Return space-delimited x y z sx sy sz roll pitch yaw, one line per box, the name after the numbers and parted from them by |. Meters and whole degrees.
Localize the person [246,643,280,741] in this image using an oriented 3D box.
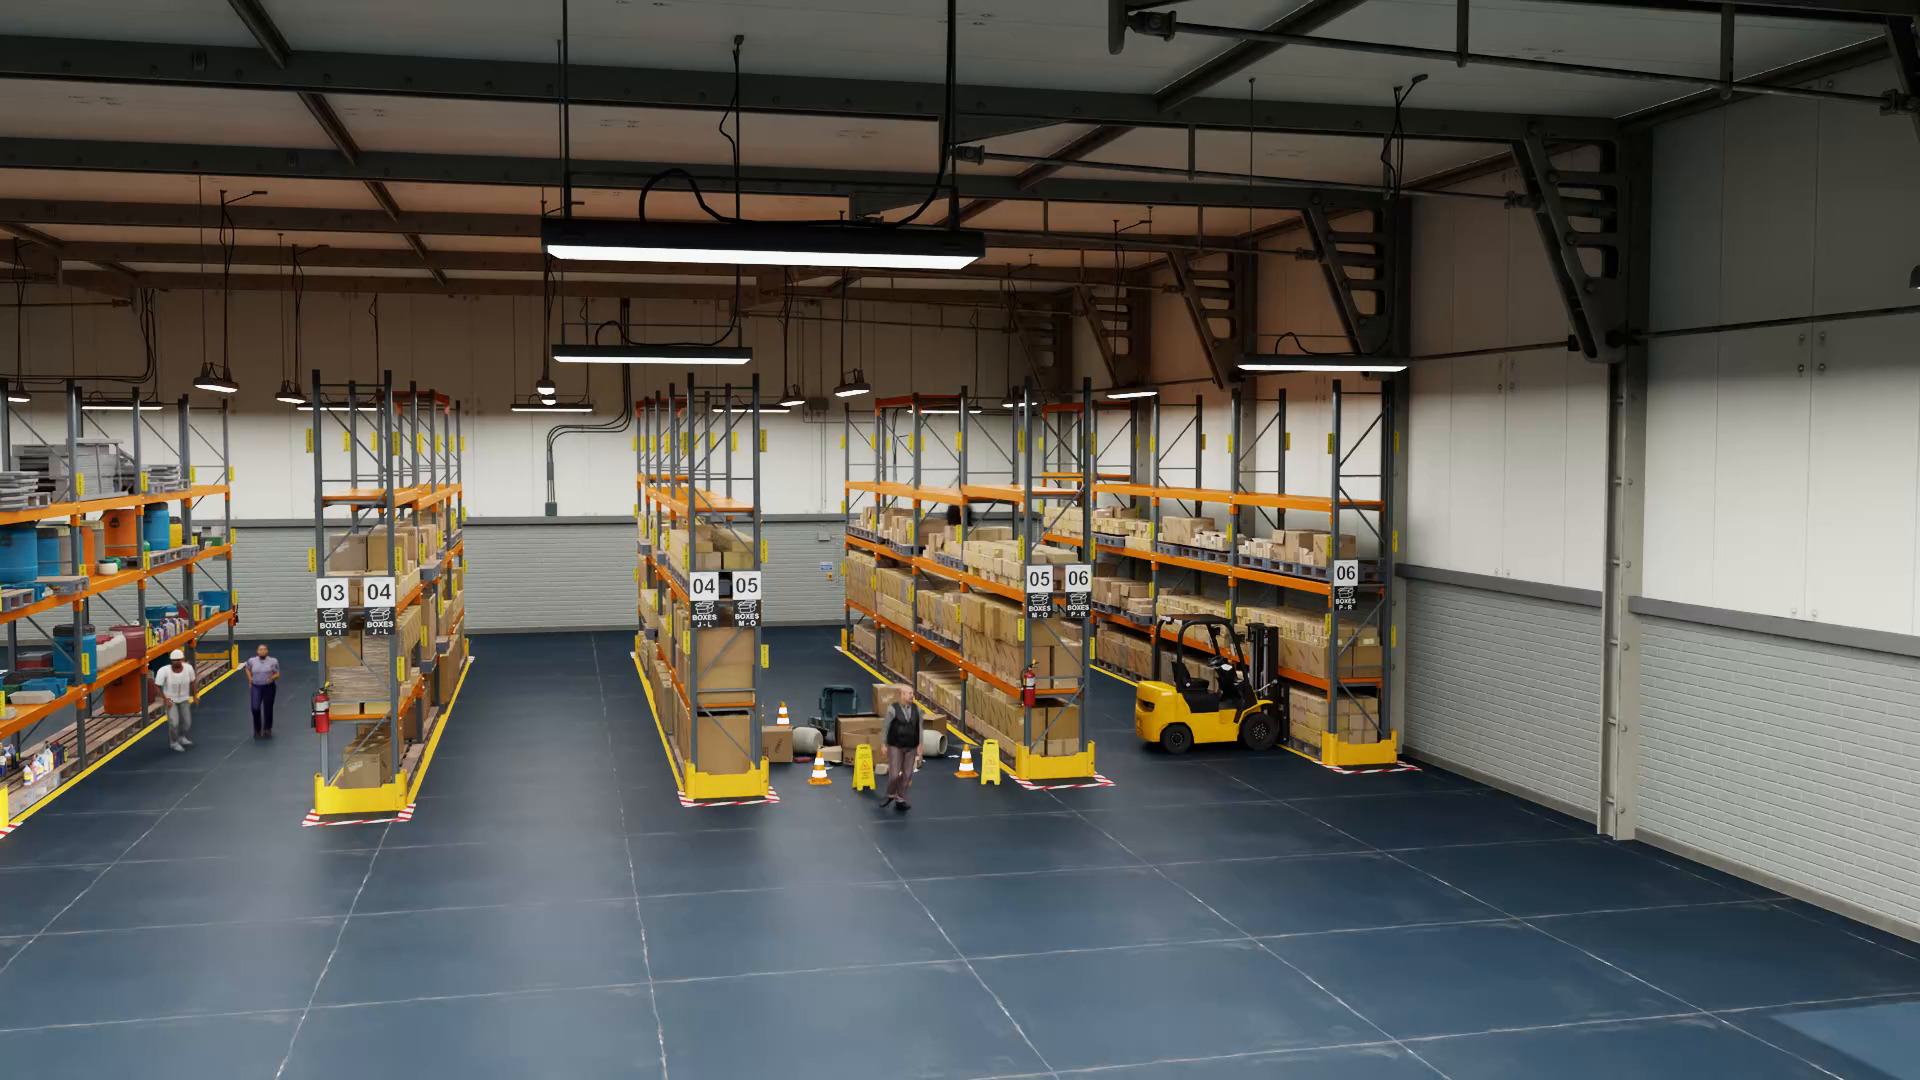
-11.831 2.574 28.232 0.529 1.666 0.795 -1 4 -23 | person

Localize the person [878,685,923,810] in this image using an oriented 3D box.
-0.797 2.824 22.636 0.619 1.710 0.443 -1 4 -23 | person

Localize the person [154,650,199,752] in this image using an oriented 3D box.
-12.775 2.604 27.049 0.787 1.687 0.658 3 5 44 | person
